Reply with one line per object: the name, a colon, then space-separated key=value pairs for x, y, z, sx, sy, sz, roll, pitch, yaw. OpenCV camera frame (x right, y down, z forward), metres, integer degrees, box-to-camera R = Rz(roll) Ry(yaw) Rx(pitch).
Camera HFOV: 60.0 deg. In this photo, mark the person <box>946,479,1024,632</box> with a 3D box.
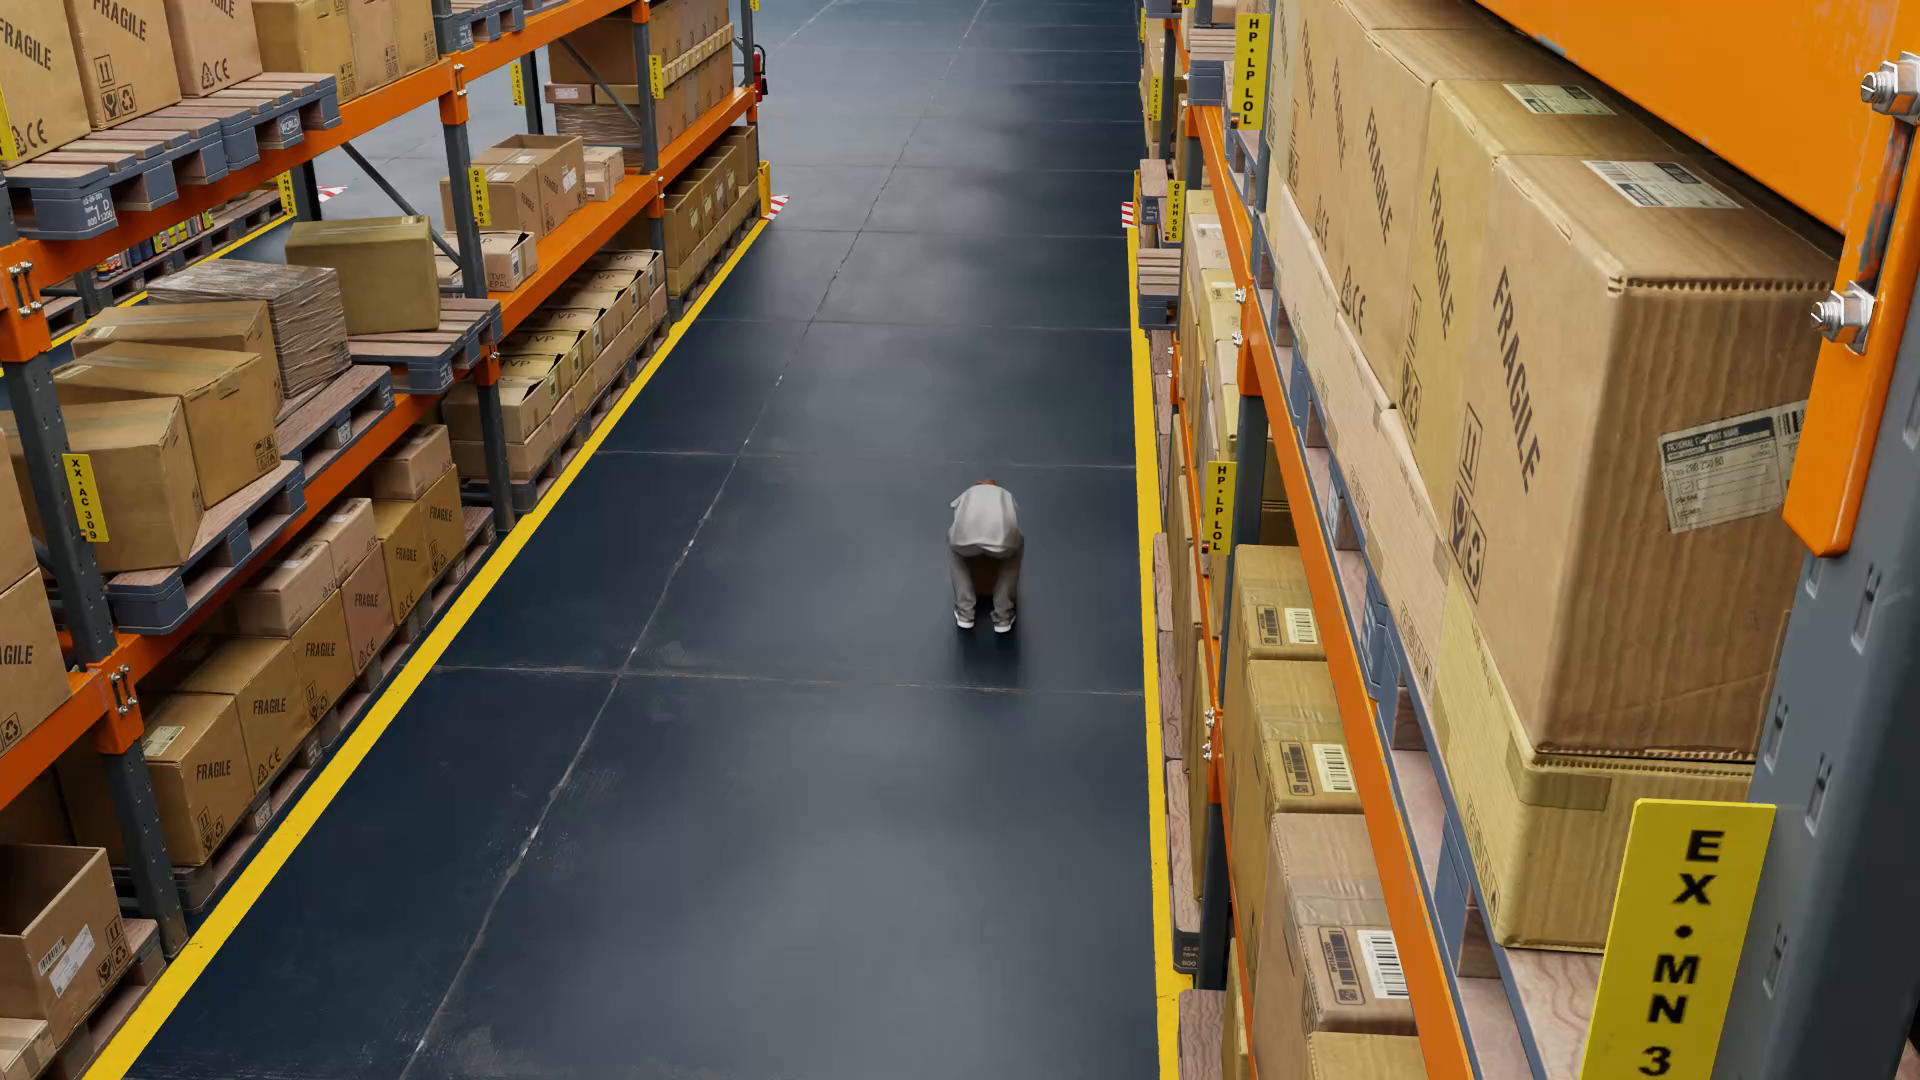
person: x=0.135 y=0.050 z=8.999 sx=0.424 sy=0.798 sz=0.867 roll=1 pitch=25 yaw=2
